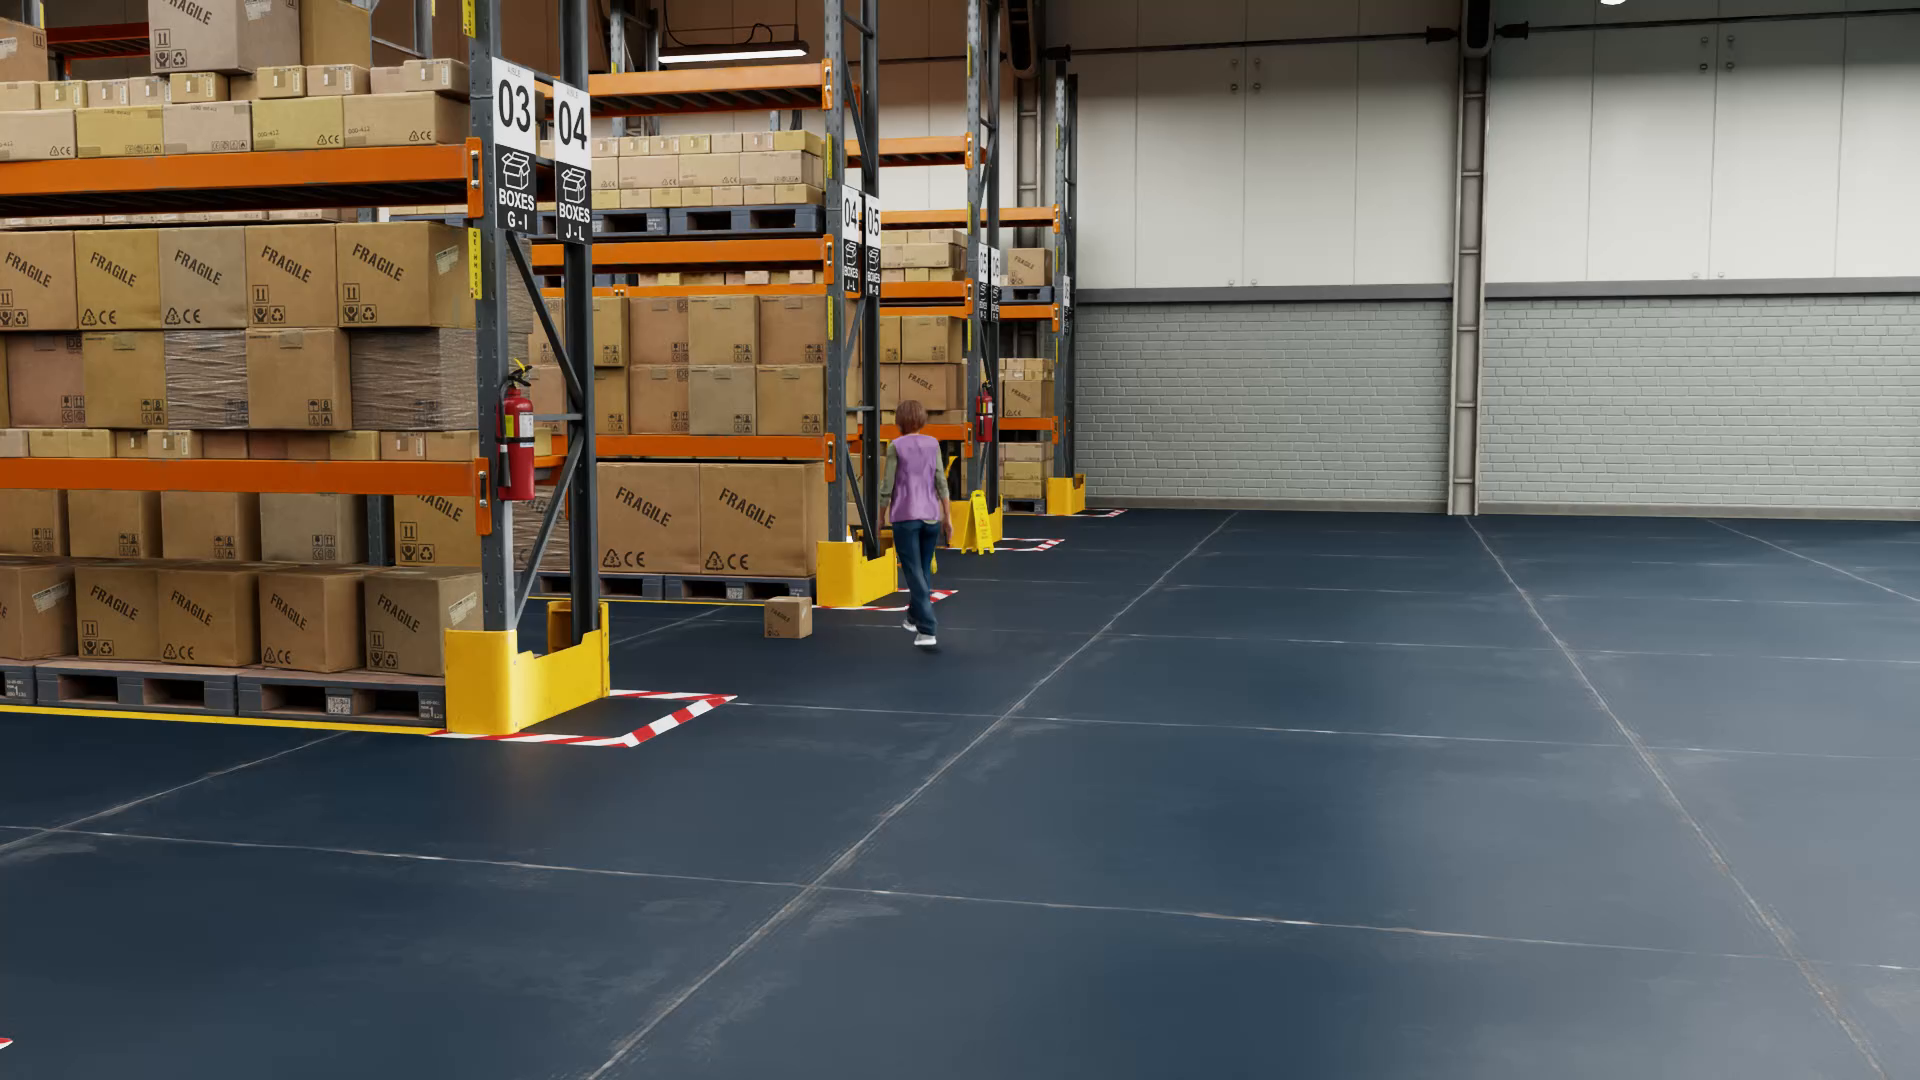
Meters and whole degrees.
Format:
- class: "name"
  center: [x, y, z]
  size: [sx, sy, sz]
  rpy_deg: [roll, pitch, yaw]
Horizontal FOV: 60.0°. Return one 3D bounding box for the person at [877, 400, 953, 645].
- class: "person"
  center: [-0.329, -0.123, 10.788]
  size: [0.467, 1.567, 0.826]
  rpy_deg: [-3, 6, -29]
